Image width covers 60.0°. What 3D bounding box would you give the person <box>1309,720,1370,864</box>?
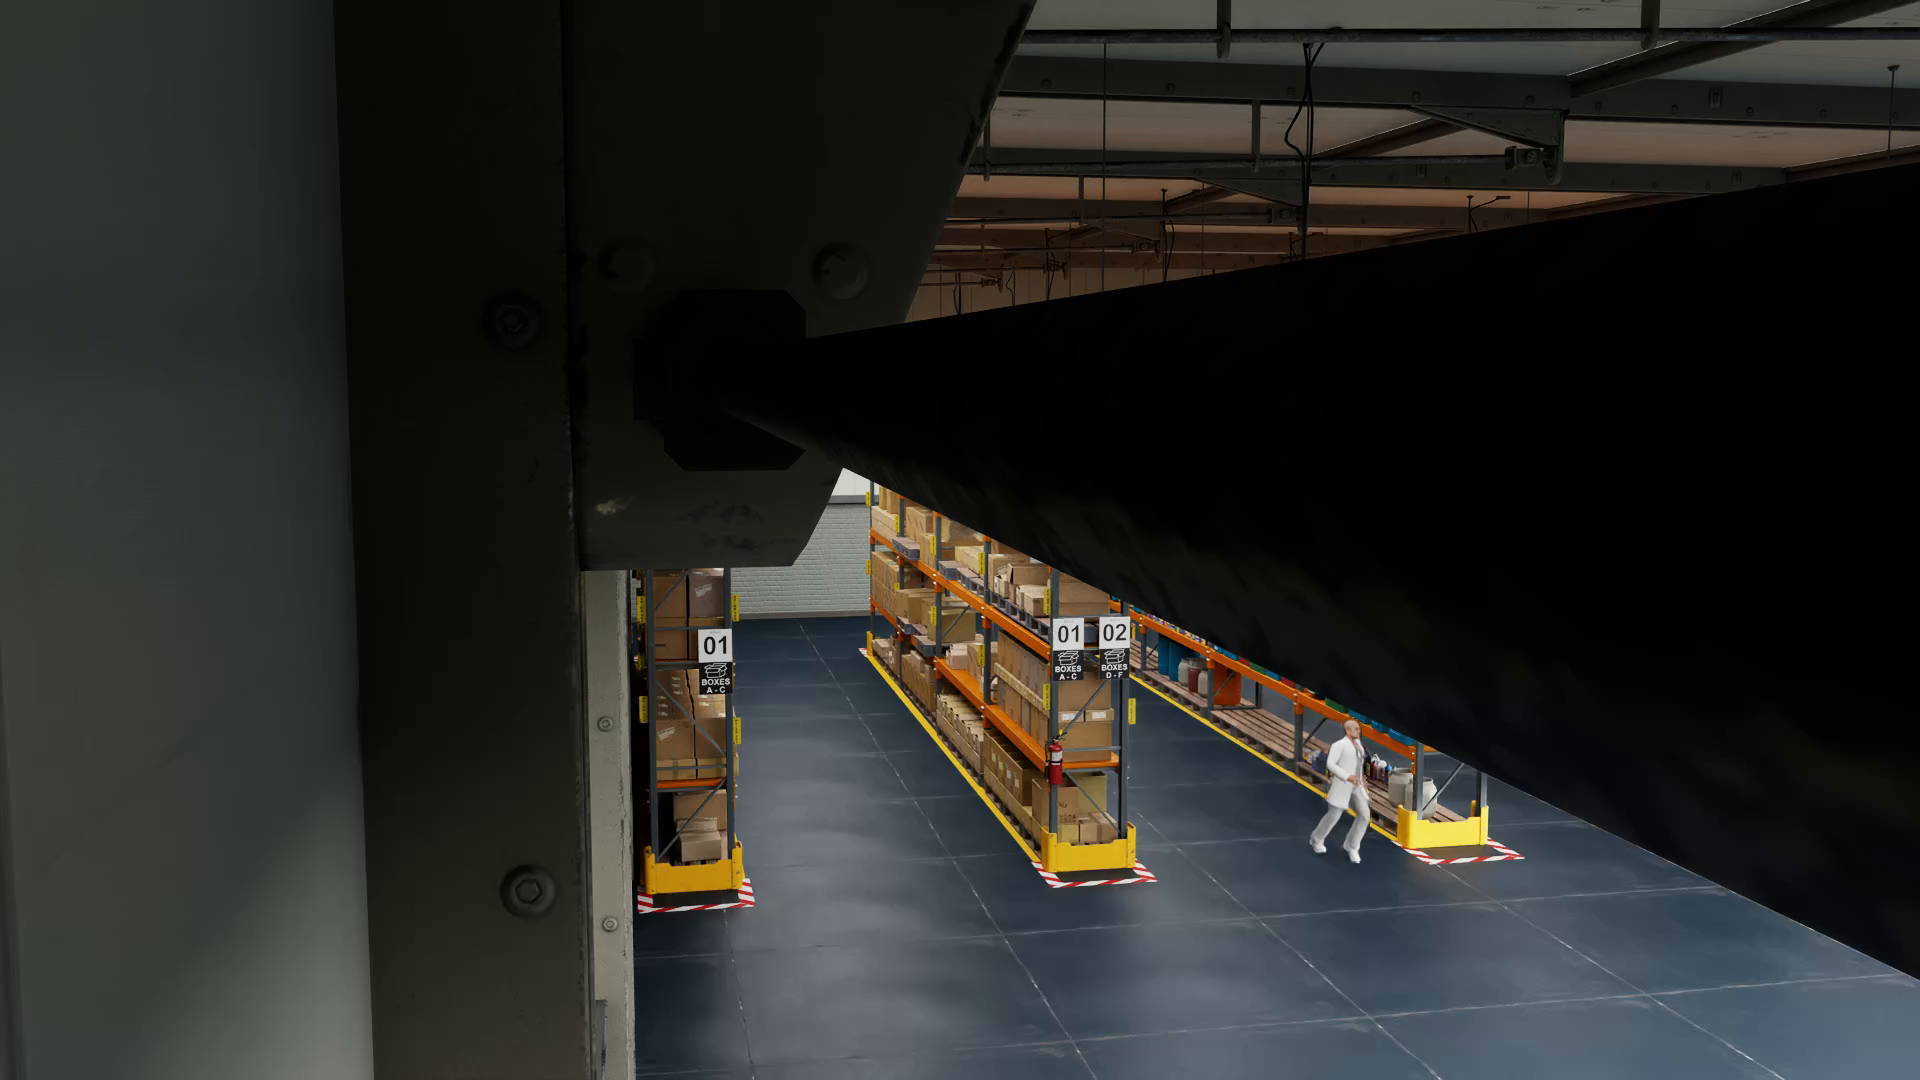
[{"bbox_3d":[5.000,3.225,21.542,0.768,1.804,0.766,-4,7,-35],"label":"person"}]
